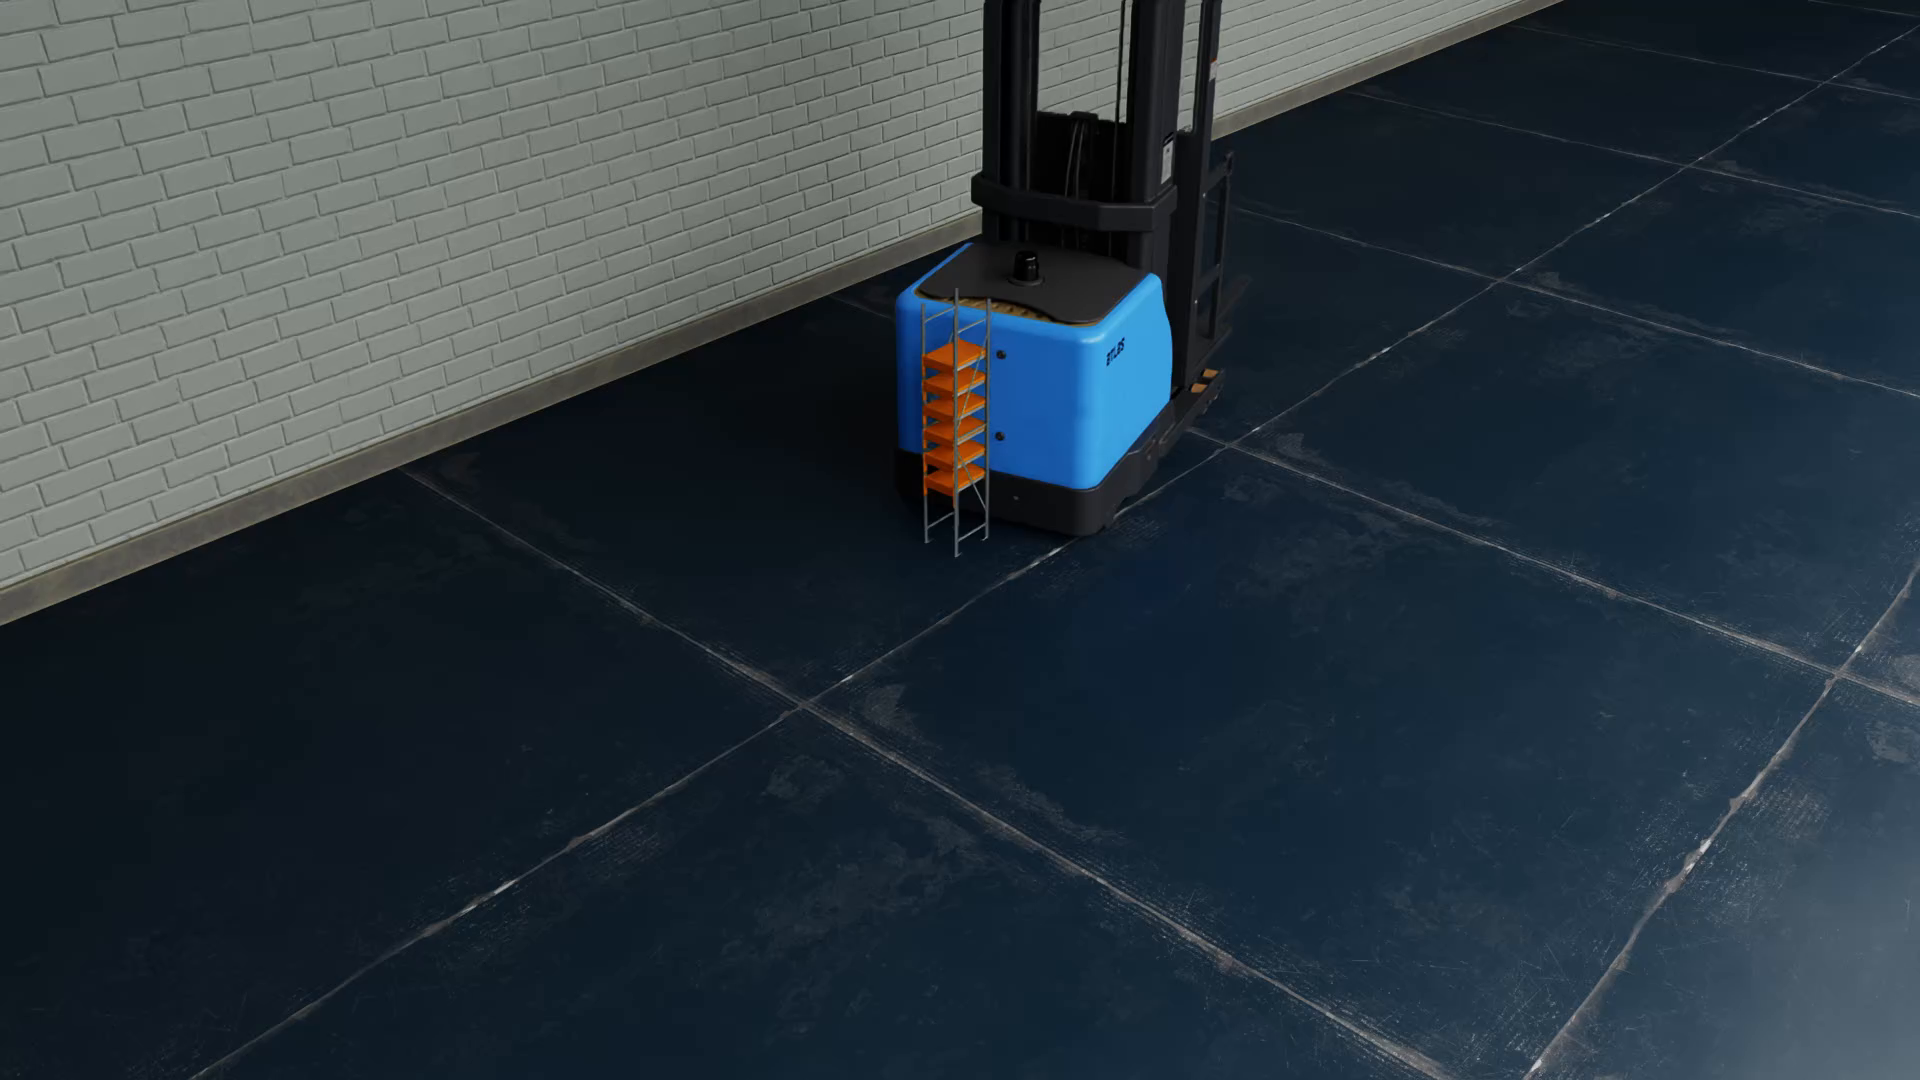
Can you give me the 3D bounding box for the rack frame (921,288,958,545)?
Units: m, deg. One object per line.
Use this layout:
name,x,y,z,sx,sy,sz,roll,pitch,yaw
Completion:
rack frame,-0.087,-0.539,7.482,0.006,1.200,0.240,24,38,34

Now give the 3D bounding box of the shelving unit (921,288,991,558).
shelving unit,-0.017,-0.509,7.432,0.189,1.200,0.258,24,38,34

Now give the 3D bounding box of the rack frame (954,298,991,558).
rack frame,0.052,-0.478,7.381,0.006,1.200,0.240,24,38,34

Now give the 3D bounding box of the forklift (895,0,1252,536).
forklift,0.784,-2.013,8.252,1.130,2.935,3.031,14,34,22

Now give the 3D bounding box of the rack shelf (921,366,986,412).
rack shelf,-0.018,-0.676,7.331,0.180,0.103,0.258,24,38,34

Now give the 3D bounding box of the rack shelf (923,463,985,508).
rack shelf,-0.017,-0.265,7.578,0.180,0.103,0.258,24,38,34

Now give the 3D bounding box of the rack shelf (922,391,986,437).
rack shelf,-0.017,-0.574,7.393,0.180,0.103,0.258,24,38,34

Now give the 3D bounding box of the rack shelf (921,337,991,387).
rack shelf,-0.018,-0.779,7.269,0.180,0.103,0.258,24,38,34

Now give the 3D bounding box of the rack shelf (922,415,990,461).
rack shelf,-0.017,-0.471,7.455,0.180,0.103,0.258,24,38,34

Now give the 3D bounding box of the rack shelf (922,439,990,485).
rack shelf,-0.017,-0.368,7.516,0.180,0.103,0.258,24,38,34
